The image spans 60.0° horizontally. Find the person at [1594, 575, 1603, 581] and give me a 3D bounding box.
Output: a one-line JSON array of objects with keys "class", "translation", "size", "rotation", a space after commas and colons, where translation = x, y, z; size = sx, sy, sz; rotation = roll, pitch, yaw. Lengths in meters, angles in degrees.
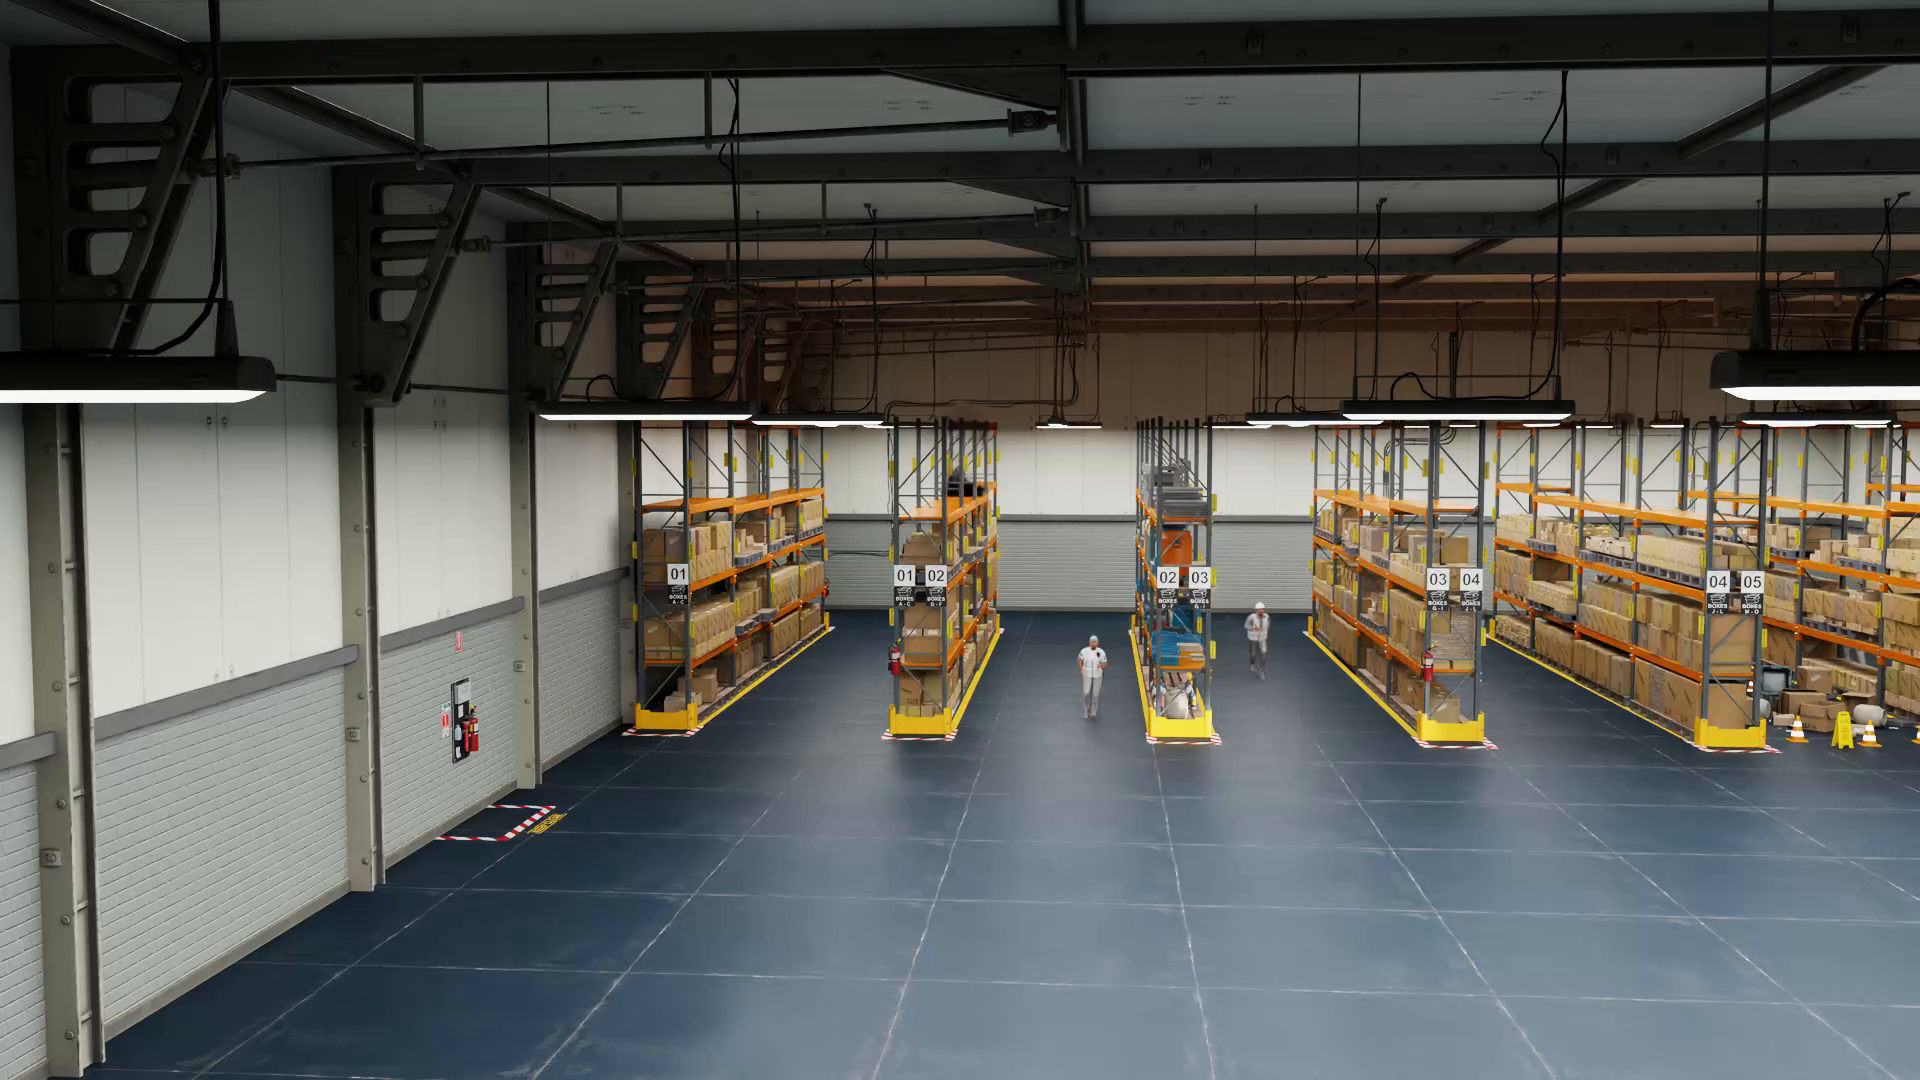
[{"class": "person", "translation": [18.199, 1.821, 47.234], "size": [0.895, 1.669, 0.587], "rotation": [0, 4, 3]}]

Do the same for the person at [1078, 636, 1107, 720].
[{"class": "person", "translation": [2.634, 2.746, 33.101], "size": [0.573, 1.687, 0.693], "rotation": [0, 4, 3]}]

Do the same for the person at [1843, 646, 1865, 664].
[{"class": "person", "translation": [21.323, 2.246, 39.649], "size": [0.642, 1.840, 0.757], "rotation": [0, 4, 2]}]

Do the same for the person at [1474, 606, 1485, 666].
[{"class": "person", "translation": [12.462, 2.199, 40.402], "size": [0.715, 1.781, 0.833], "rotation": [0, 4, -4]}]

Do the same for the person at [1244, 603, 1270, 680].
[{"class": "person", "translation": [6.922, 2.326, 38.773], "size": [0.657, 1.787, 1.013], "rotation": [0, 4, -1]}]
